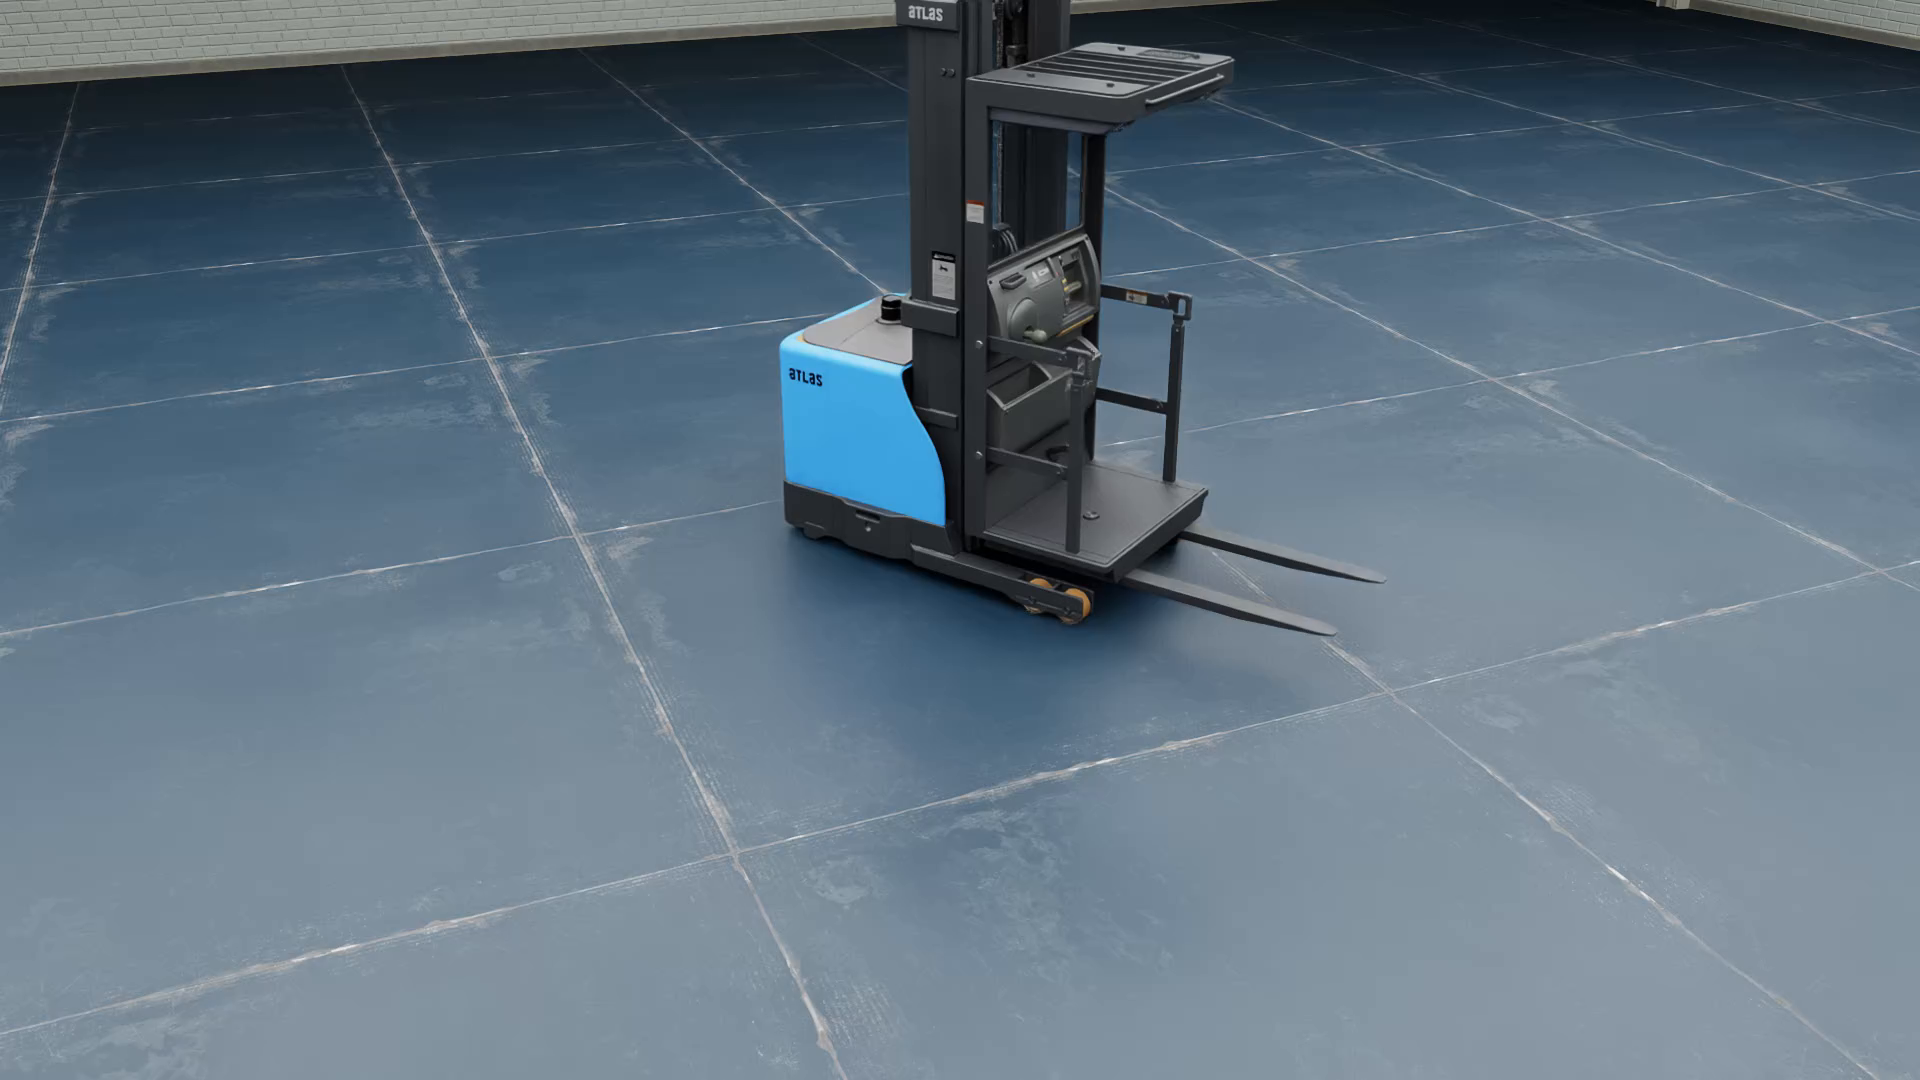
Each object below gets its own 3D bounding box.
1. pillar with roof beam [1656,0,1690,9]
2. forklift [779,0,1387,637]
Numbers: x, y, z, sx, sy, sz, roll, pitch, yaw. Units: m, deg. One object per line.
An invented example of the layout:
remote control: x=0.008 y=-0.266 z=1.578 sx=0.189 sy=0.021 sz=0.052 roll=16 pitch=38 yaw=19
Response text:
pillar with roof beam: x=6.957 y=-11.467 z=21.979 sx=9.100 sy=9.000 sz=0.400 roll=-11 pitch=28 yaw=-21
forklift: x=0.580 y=-1.182 z=7.830 sx=3.031 sy=2.935 sz=1.130 roll=16 pitch=30 yaw=30
